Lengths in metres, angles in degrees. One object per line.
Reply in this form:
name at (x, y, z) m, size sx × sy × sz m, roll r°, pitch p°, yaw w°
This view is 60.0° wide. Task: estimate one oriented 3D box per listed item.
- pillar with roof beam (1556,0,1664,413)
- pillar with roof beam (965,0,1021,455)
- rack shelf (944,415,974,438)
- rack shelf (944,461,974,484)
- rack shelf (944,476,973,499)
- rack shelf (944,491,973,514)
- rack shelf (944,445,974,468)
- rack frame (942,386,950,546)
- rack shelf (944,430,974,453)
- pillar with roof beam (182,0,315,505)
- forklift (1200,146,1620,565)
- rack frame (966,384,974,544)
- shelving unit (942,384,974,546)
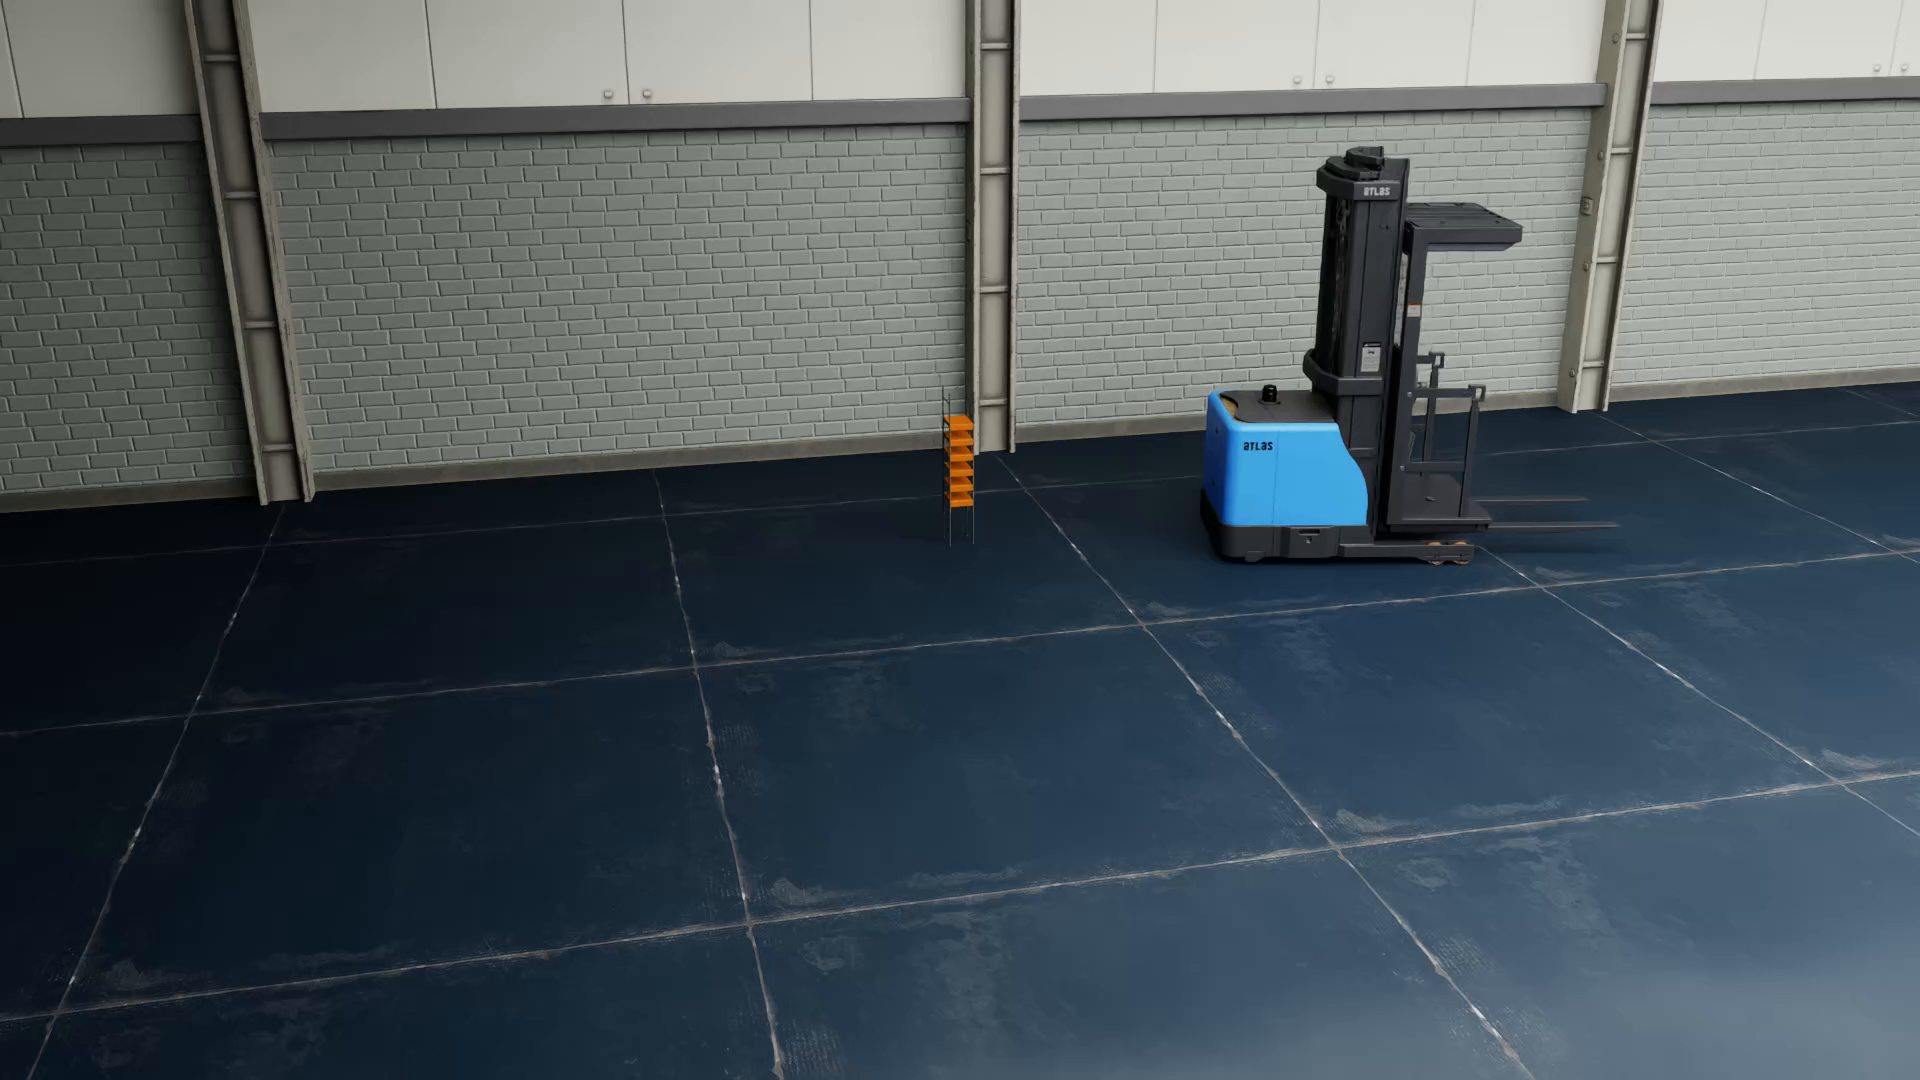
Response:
pillar with roof beam at (7.102, -4.086, 10.886) m, size 0.400 × 9.000 × 9.100 m, roll -5°, pitch 21°, yaw -12°
pillar with roof beam at (1.263, -3.611, 9.590) m, size 0.400 × 9.000 × 9.100 m, roll -5°, pitch 21°, yaw -12°
rack shelf at (-0.014, -0.859, 12.497) m, size 0.180 × 0.103 × 0.258 m, roll -5°, pitch 21°, yaw -12°
rack shelf at (-0.014, -0.521, 12.620) m, size 0.180 × 0.103 × 0.258 m, roll -5°, pitch 21°, yaw -12°
rack shelf at (-0.014, -0.408, 12.662) m, size 0.180 × 0.103 × 0.258 m, roll -5°, pitch 21°, yaw -12°
rack shelf at (-0.014, -0.295, 12.703) m, size 0.180 × 0.103 × 0.258 m, roll -5°, pitch 21°, yaw -12°
rack shelf at (-0.014, -0.633, 12.579) m, size 0.180 × 0.103 × 0.258 m, roll -5°, pitch 21°, yaw -12°
rack frame at (-0.103, -0.555, 12.585) m, size 0.006 × 1.200 × 0.240 m, roll -5°, pitch 21°, yaw -12°
rack shelf at (-0.014, -0.746, 12.538) m, size 0.180 × 0.103 × 0.258 m, roll -5°, pitch 21°, yaw -12°
pillar with roof beam at (-4.576, -3.136, 8.293) m, size 0.400 × 9.000 × 9.100 m, roll -5°, pitch 21°, yaw -12°
forklift at (3.422, -1.375, 12.308) m, size 3.031 × 2.935 × 1.130 m, roll 0°, pitch 20°, yaw -1°
rack frame at (0.075, -0.569, 12.625) m, size 0.006 × 1.200 × 0.240 m, roll -5°, pitch 21°, yaw -12°
shelving unit at (-0.014, -0.562, 12.605) m, size 0.189 × 1.200 × 0.258 m, roll -5°, pitch 21°, yaw -12°
